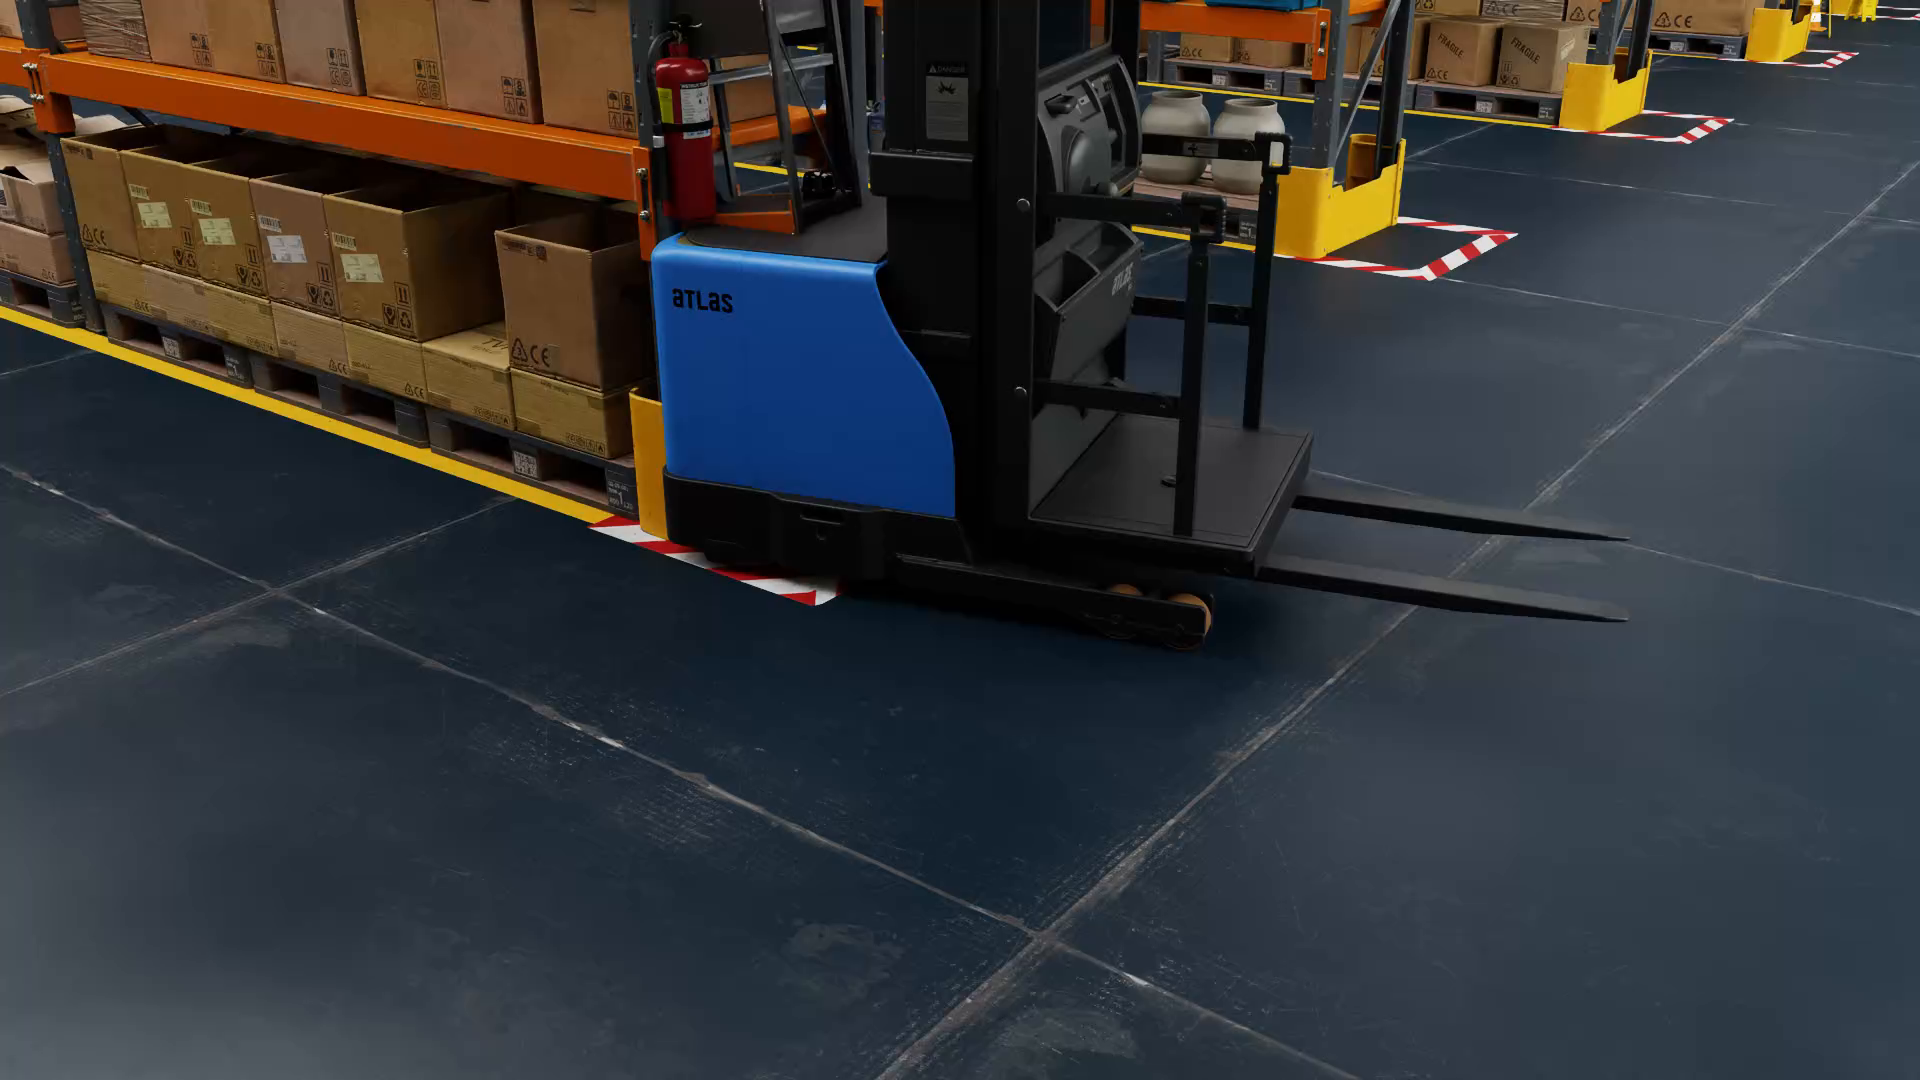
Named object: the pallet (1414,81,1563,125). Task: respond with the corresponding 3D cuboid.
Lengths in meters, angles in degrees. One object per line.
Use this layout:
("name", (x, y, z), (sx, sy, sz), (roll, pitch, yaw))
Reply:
("pallet", (4.573, -3.712, 13.914), (1.213, 0.211, 1.003), (17, 29, 33))

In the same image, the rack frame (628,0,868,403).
("rack frame", (-0.682, -1.567, 5.586), (0.127, 3.000, 1.000), (17, 29, 33))

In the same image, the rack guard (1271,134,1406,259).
("rack guard", (2.203, -2.024, 9.723), (0.348, 0.500, 1.175), (17, 29, 33))

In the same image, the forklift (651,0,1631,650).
("forklift", (0.584, -1.253, 4.958), (3.031, 2.935, 1.130), (9, 25, 19))

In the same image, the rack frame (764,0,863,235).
("rack frame", (-0.402, -0.894, 5.411), (0.015, 2.100, 0.400), (4, 22, 27))

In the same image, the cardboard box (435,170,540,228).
("cardboard box", (-1.786, -1.283, 6.900), (0.500, 0.500, 0.500), (17, 29, 33))

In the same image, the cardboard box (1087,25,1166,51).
("cardboard box", (1.583, -4.942, 15.802), (0.500, 0.500, 0.700), (14, 28, 29))

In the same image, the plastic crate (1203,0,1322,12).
("plastic crate", (1.712, -3.121, 9.297), (0.616, 0.251, 0.499), (17, 29, 33))

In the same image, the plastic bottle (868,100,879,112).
("plastic bottle", (-0.578, -2.837, 11.291), (0.133, 0.283, 0.061), (17, 29, 33))

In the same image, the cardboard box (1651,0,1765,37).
("cardboard box", (7.736, -5.701, 17.082), (0.875, 0.875, 0.875), (17, 29, 34))

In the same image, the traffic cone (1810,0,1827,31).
("traffic cone", (9.695, -6.046, 18.899), (0.334, 0.463, 0.336), (17, 29, 33))

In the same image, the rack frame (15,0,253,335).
("rack frame", (-3.882, -2.534, 7.782), (0.127, 3.000, 1.000), (17, 29, 33))

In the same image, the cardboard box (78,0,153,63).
("cardboard box", (-3.524, -2.475, 7.523), (0.500, 0.500, 0.700), (16, 28, 32))

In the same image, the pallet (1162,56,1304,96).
("pallet", (2.620, -4.303, 15.253), (1.213, 0.211, 1.003), (17, 29, 33))

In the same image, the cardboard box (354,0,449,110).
("cardboard box", (-1.865, -1.977, 6.393), (0.500, 0.500, 0.700), (17, 29, 34))

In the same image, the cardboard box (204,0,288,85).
("cardboard box", (-2.699, -2.227, 6.960), (0.500, 0.500, 0.700), (17, 29, 34))

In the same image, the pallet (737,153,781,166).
("pallet", (-1.560, -3.033, 12.372), (1.213, 0.211, 1.003), (17, 29, 33))

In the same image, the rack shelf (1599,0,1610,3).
("rack shelf", (3.662, -4.917, 14.081), (4.000, 0.370, 1.077), (17, 29, 33))

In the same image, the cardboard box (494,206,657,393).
("cardboard box", (-1.289, -0.878, 5.981), (0.500, 0.500, 0.500), (17, 29, 33))

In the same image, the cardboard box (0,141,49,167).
("cardboard box", (-4.799, -1.854, 8.432), (0.500, 0.311, 0.500), (18, 29, 35))

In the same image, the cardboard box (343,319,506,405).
("cardboard box", (-2.096, -0.773, 6.673), (0.500, 0.250, 0.500), (17, 29, 33))

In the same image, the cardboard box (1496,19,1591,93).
("cardboard box", (4.773, -3.967, 13.613), (0.500, 0.500, 0.500), (-20, 31, -38))

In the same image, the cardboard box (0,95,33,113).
("cardboard box", (-5.694, -2.398, 9.667), (0.500, 0.311, 0.500), (17, 29, 33))

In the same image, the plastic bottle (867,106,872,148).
("plastic bottle", (-0.641, -2.799, 11.214), (0.135, 0.276, 0.152), (18, 30, 35))

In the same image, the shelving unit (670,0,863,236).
("shelving unit", (-0.619, -0.908, 5.523), (0.503, 2.100, 0.431), (4, 22, 27))

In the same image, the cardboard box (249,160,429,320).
("cardboard box", (-2.498, -1.236, 6.795), (0.500, 0.500, 0.500), (17, 29, 33))

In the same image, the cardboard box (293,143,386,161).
("cardboard box", (-2.585, -1.525, 7.451), (0.500, 0.500, 0.500), (17, 29, 33))

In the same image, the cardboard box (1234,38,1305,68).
("cardboard box", (2.821, -4.532, 14.895), (0.500, 0.500, 0.500), (-16, 28, -31))

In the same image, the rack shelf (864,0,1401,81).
("rack shelf", (0.692, -3.319, 10.454), (4.000, 0.370, 1.077), (17, 29, 33))

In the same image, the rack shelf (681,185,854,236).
("rack shelf", (-0.617, -0.895, 5.528), (0.480, 0.518, 0.431), (4, 22, 27))

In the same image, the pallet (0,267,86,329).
("pallet", (-4.495, -1.424, 8.720), (1.213, 0.211, 1.003), (17, 29, 33))

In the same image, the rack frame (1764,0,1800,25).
("rack frame", (8.318, -6.338, 16.415), (0.127, 3.000, 1.000), (17, 29, 33))

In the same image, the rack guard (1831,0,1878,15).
("rack guard", (11.145, -6.834, 20.641), (0.348, 0.500, 1.175), (17, 29, 33))

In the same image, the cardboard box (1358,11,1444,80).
("cardboard box", (3.784, -4.258, 14.273), (0.500, 0.500, 0.500), (20, 31, 38))

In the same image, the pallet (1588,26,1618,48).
("pallet", (6.659, -5.525, 18.029), (1.213, 0.211, 1.003), (17, 29, 33))

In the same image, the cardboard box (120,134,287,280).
("cardboard box", (-3.294, -1.480, 7.348), (0.500, 0.500, 0.500), (17, 29, 33))

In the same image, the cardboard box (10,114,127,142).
("cardboard box", (-4.876, -2.153, 9.109), (0.500, 0.311, 0.500), (16, 28, 32))

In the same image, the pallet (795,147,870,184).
("pallet", (-0.396, -2.680, 11.570), (1.213, 0.211, 1.003), (17, 29, 33))

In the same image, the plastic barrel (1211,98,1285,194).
("plastic barrel", (1.720, -2.352, 9.934), (0.421, 0.512, 0.421), (0, 24, 0))

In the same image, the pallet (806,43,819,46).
("pallet", (-1.725, -5.636, 18.279), (1.213, 0.211, 1.003), (17, 29, 33))

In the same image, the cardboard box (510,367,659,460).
("cardboard box", (-1.288, -0.535, 6.134), (0.500, 0.250, 0.500), (17, 29, 33))

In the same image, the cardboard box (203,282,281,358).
("cardboard box", (-2.899, -1.013, 7.219), (0.500, 0.250, 0.500), (17, 29, 33))

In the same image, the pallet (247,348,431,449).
("pallet", (-2.291, -0.758, 7.208), (1.213, 0.211, 1.003), (17, 29, 33))

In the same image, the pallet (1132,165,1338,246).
("pallet", (1.556, -2.090, 10.231), (1.213, 0.211, 1.003), (17, 29, 33))

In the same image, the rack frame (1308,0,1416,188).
("rack frame", (2.292, -3.164, 9.211), (0.127, 3.000, 1.000), (17, 29, 33))

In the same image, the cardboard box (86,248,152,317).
("cardboard box", (-3.693, -1.258, 7.775), (0.500, 0.250, 0.500), (17, 29, 33))

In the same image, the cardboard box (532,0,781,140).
("cardboard box", (-1.048, -1.730, 5.832), (0.500, 0.500, 0.700), (17, 29, 33))

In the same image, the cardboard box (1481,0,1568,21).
("cardboard box", (6.302, -6.134, 18.066), (0.875, 0.875, 0.875), (17, 29, 34))

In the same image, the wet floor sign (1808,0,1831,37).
("wet floor sign", (9.529, -5.893, 18.324), (0.232, 0.644, 0.267), (12, 26, 24))

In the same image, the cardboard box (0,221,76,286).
("cardboard box", (-4.388, -1.475, 8.267), (0.500, 0.250, 0.500), (16, 29, 33))

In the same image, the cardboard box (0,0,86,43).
("cardboard box", (-4.303, -2.571, 8.050), (0.500, 0.250, 0.500), (19, 30, 36))
